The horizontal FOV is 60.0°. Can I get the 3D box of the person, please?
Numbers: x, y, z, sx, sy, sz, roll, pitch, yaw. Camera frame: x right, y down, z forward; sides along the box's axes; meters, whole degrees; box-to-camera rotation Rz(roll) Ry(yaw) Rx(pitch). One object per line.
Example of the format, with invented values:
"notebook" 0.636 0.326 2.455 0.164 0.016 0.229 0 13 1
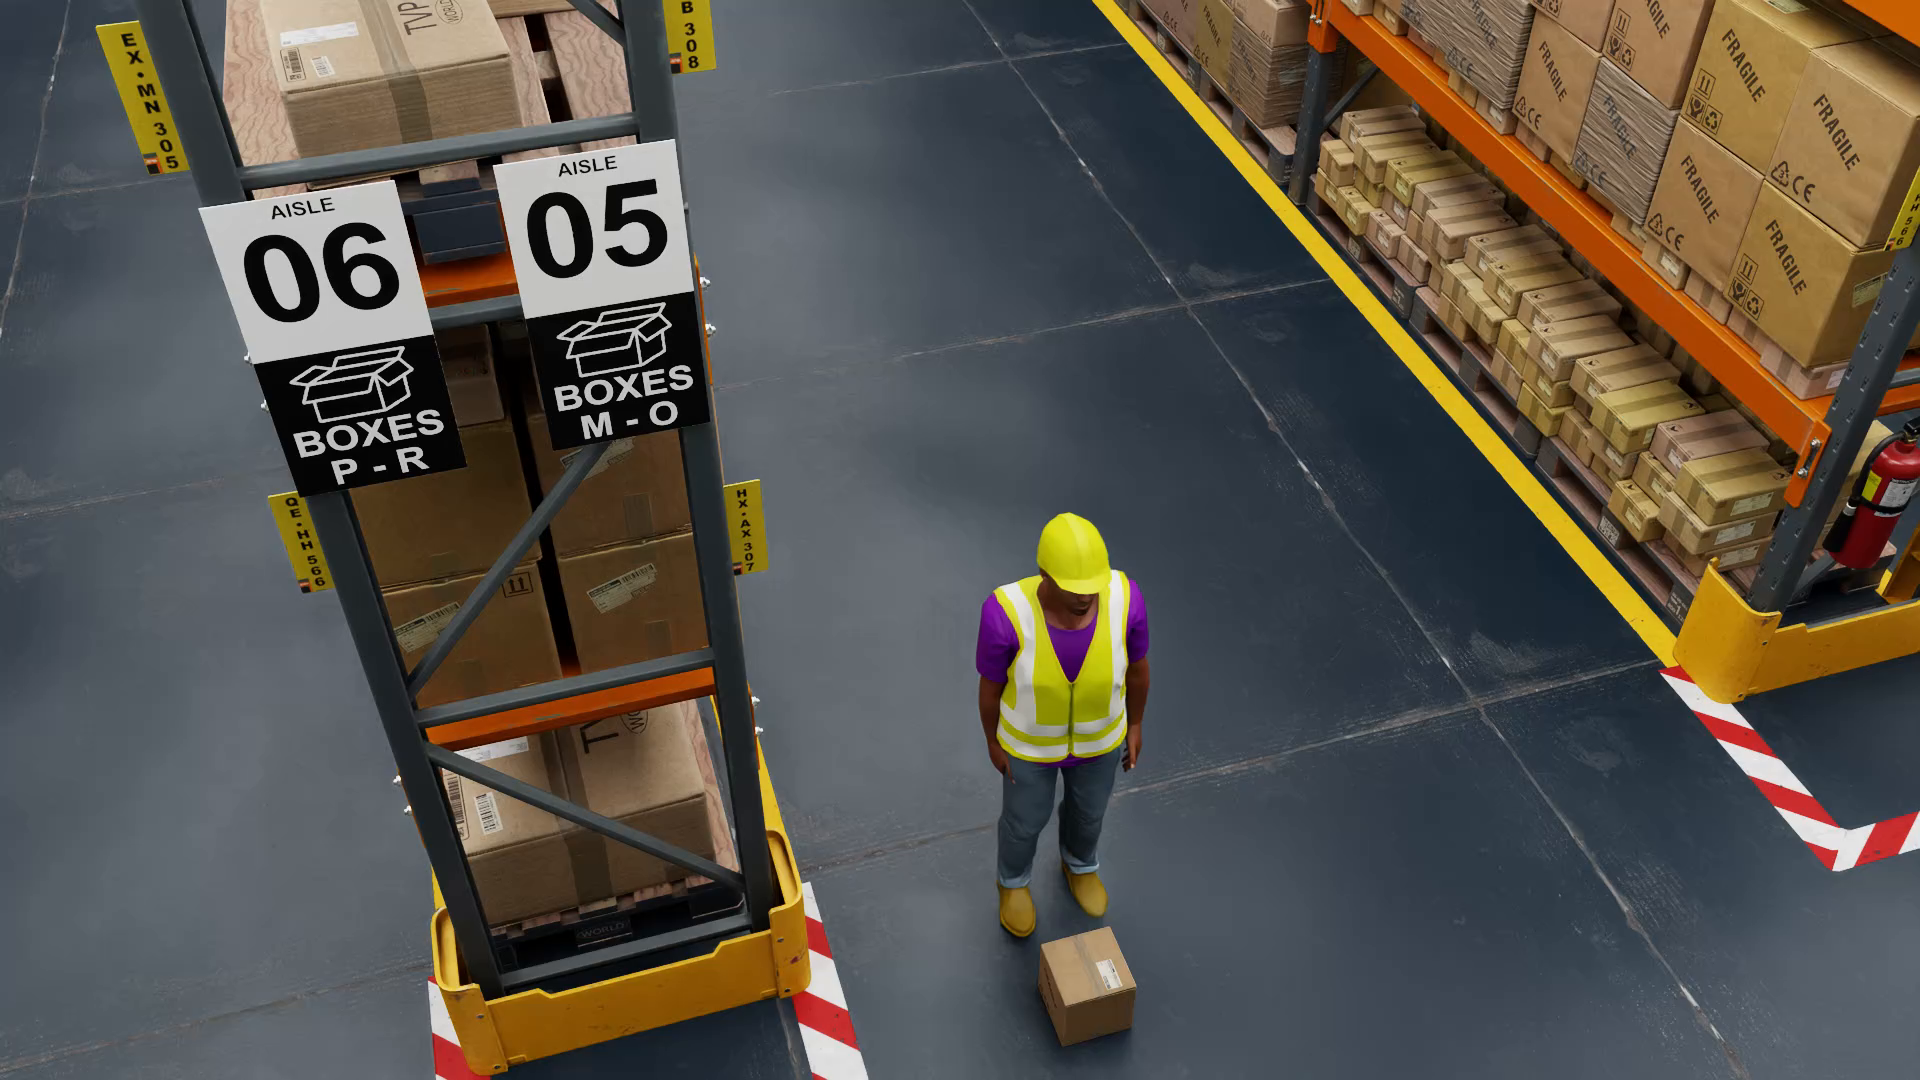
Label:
"person" 0.338 0.636 5.455 0.564 1.784 0.368 -7 42 -8
